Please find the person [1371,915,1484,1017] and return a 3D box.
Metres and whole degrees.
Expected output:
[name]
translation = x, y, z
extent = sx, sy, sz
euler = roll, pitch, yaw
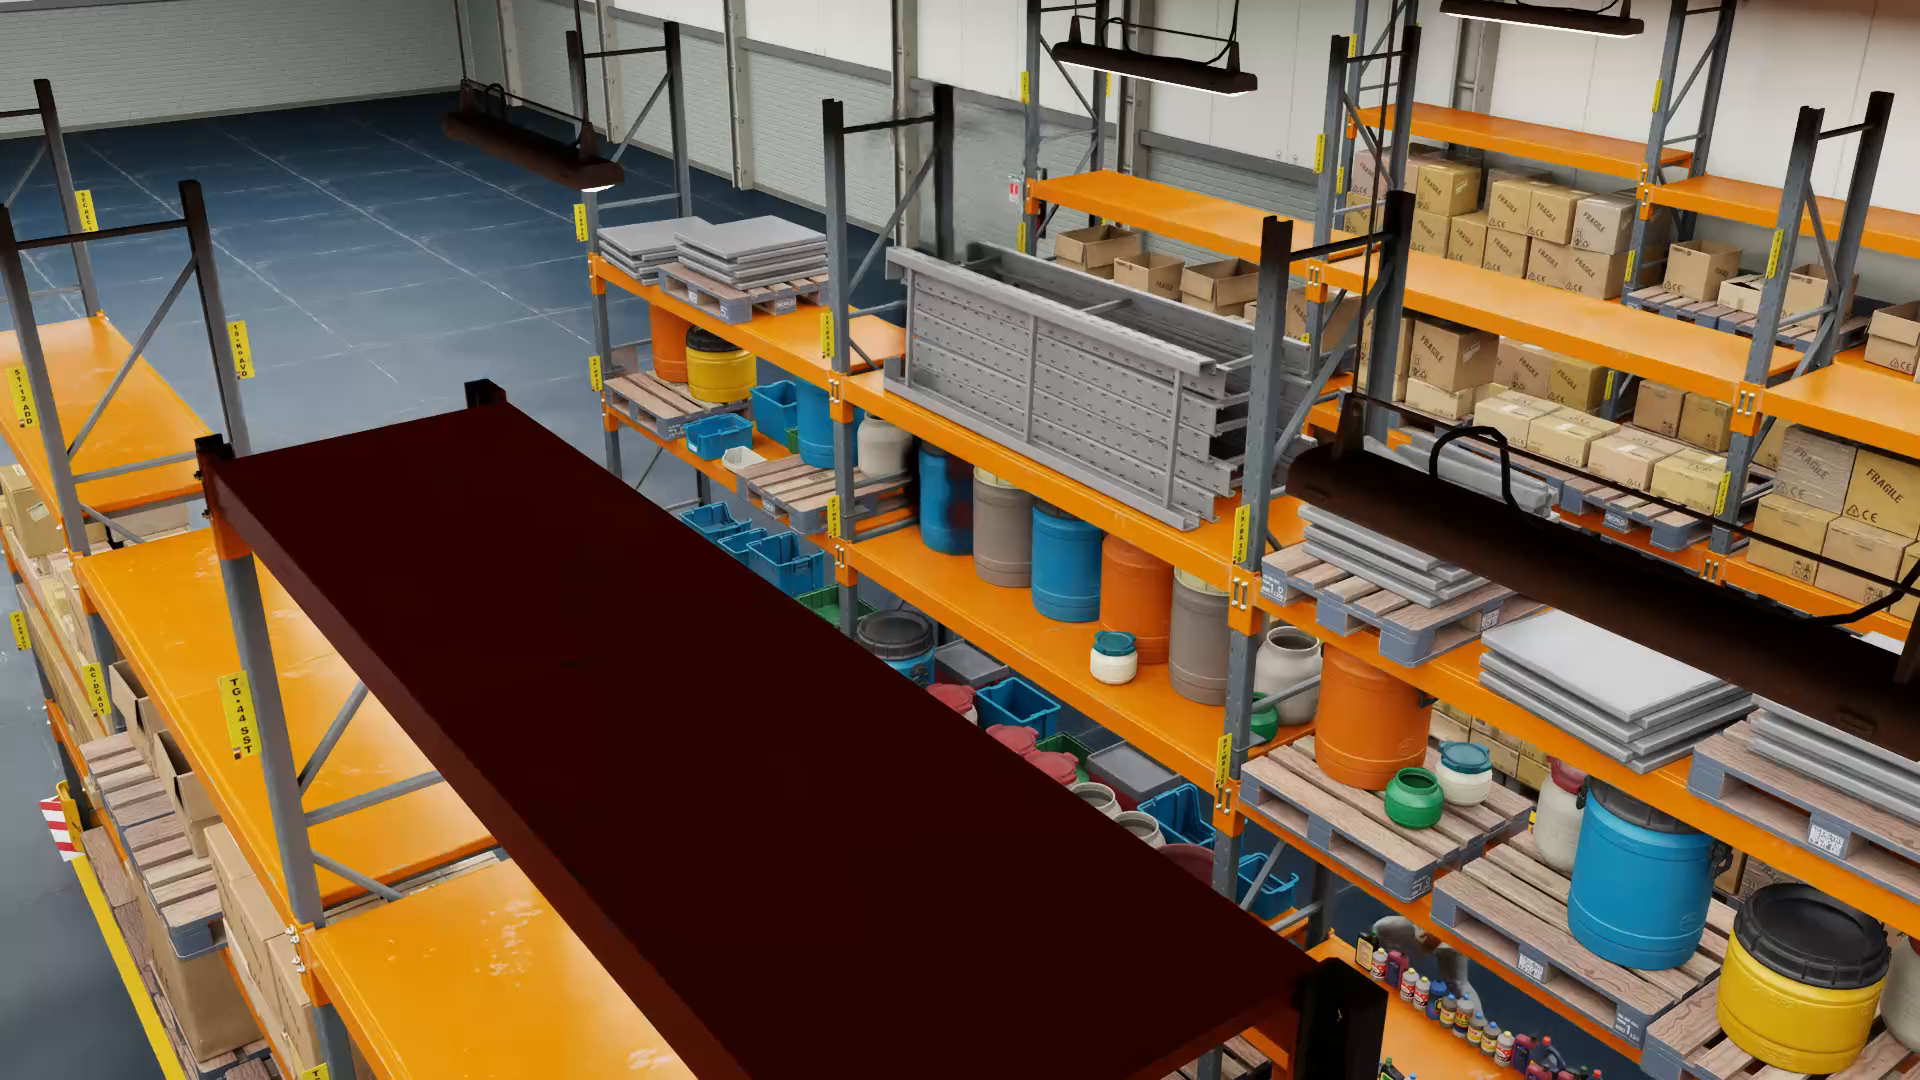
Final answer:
[person]
translation = 3.241, 2.618, 11.121
extent = 0.640, 1.731, 0.915
euler = -17, 30, -32
